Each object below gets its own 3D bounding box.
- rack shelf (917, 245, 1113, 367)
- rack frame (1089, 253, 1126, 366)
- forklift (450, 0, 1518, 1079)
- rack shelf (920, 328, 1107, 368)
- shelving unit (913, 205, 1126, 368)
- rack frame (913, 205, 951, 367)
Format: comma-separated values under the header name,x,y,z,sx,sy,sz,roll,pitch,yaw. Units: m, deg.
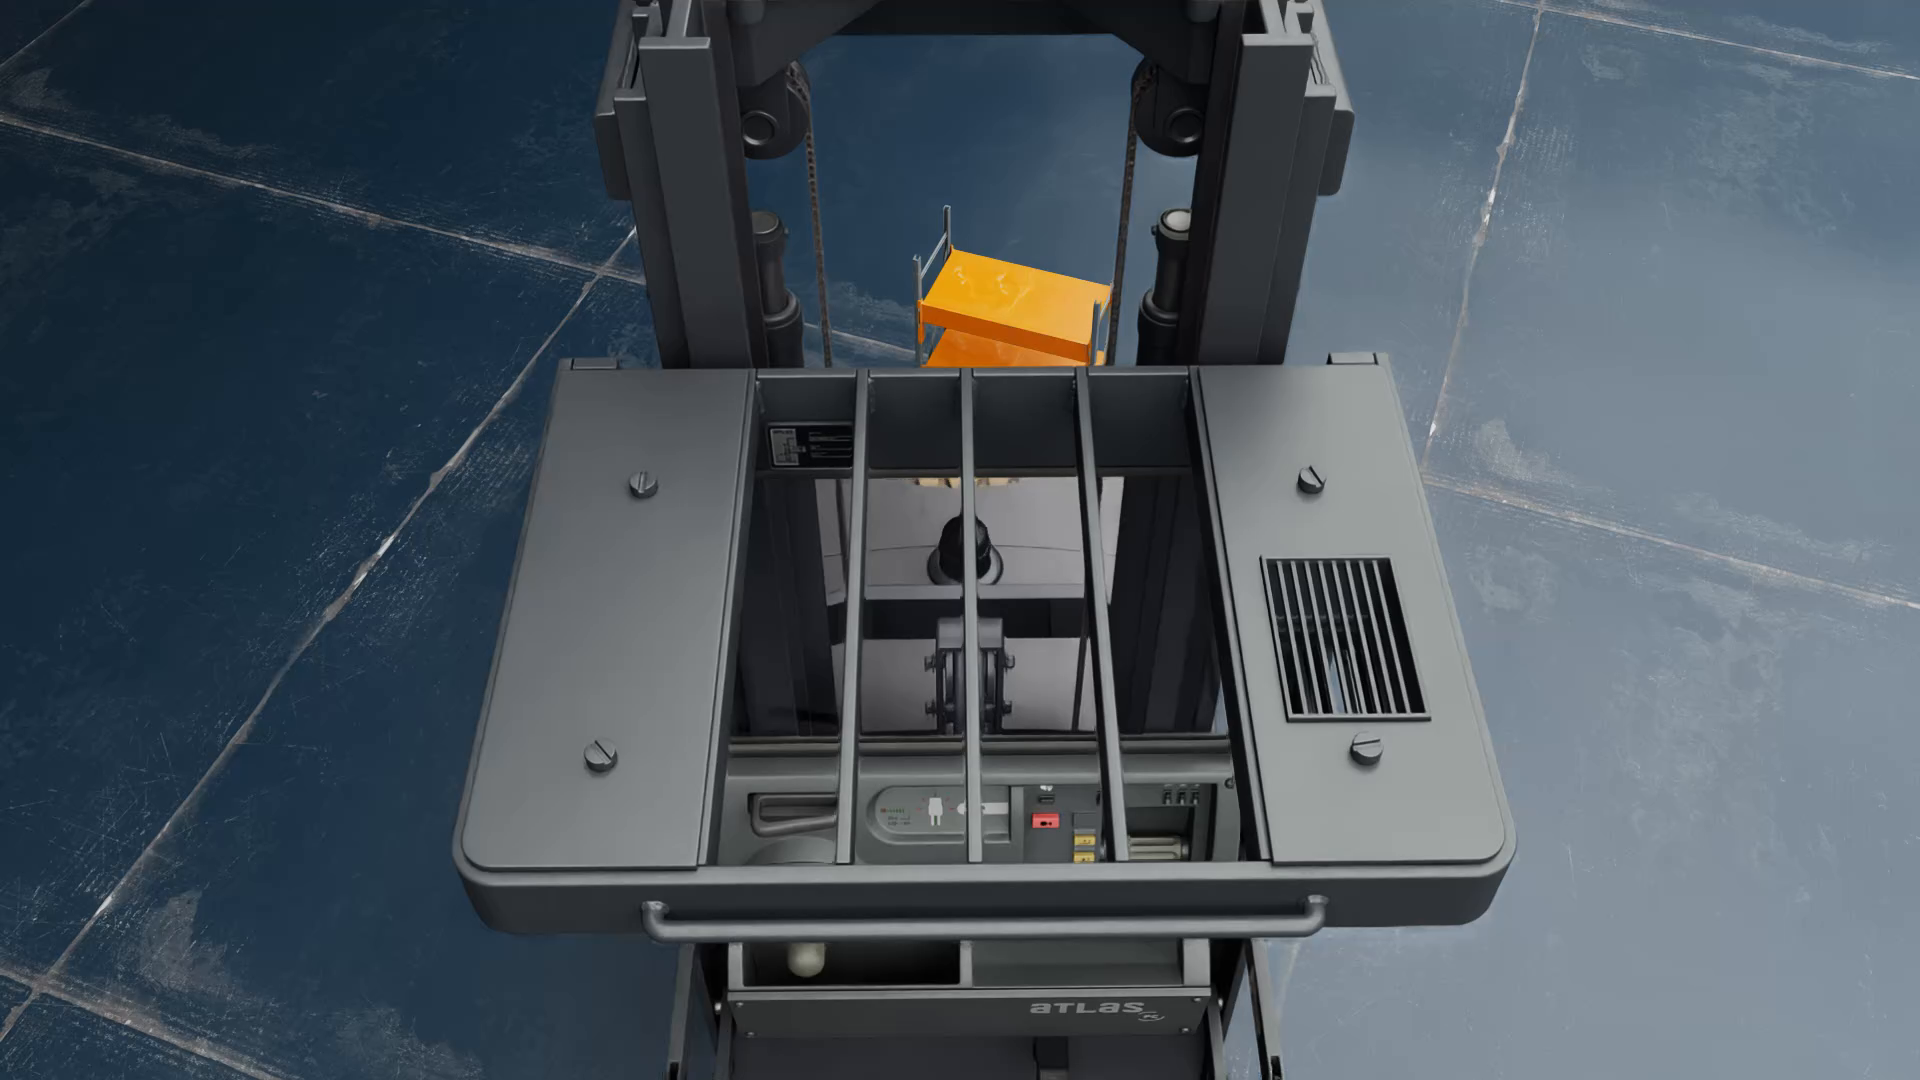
name,x,y,z,sx,sy,sz,roll,pitch,yaw
rack shelf,0.155,-0.607,4.462,0.480,0.148,0.258,16,51,13
rack frame,0.384,-0.286,4.704,0.015,1.200,0.240,16,51,13
forklift,0.022,0.663,2.736,1.130,2.935,3.031,0,49,0
rack shelf,0.155,-0.452,4.641,0.480,0.148,0.258,16,51,13
shelving unit,0.155,-0.350,4.759,0.503,1.200,0.258,16,51,13
rack frame,-0.074,-0.414,4.814,0.015,1.200,0.240,16,51,13
